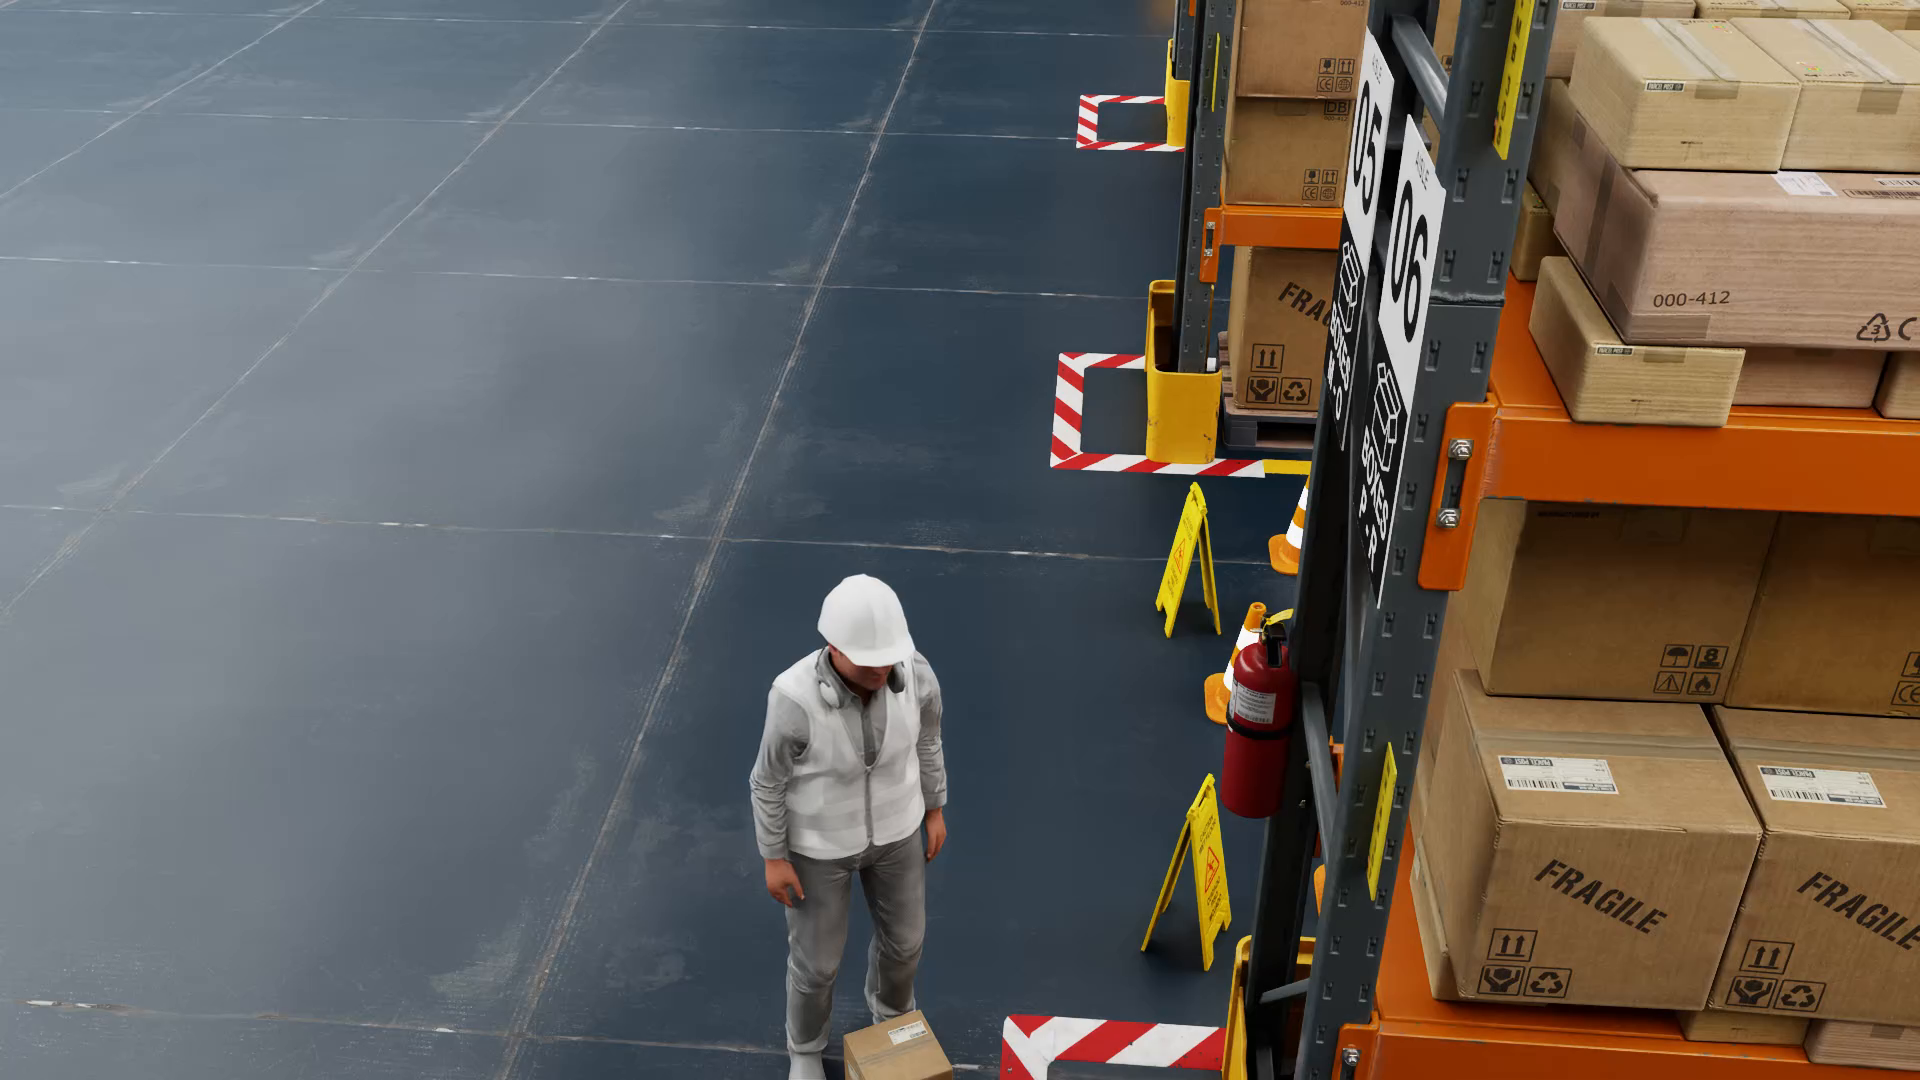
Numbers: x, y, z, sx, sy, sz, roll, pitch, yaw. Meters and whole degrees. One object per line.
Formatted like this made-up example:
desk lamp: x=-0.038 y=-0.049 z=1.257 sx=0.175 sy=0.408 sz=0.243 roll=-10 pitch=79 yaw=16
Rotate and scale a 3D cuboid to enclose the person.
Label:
person: x=-0.299 y=0.840 z=4.757 sx=0.583 sy=1.766 sz=0.464 roll=-14 pitch=34 yaw=-22
